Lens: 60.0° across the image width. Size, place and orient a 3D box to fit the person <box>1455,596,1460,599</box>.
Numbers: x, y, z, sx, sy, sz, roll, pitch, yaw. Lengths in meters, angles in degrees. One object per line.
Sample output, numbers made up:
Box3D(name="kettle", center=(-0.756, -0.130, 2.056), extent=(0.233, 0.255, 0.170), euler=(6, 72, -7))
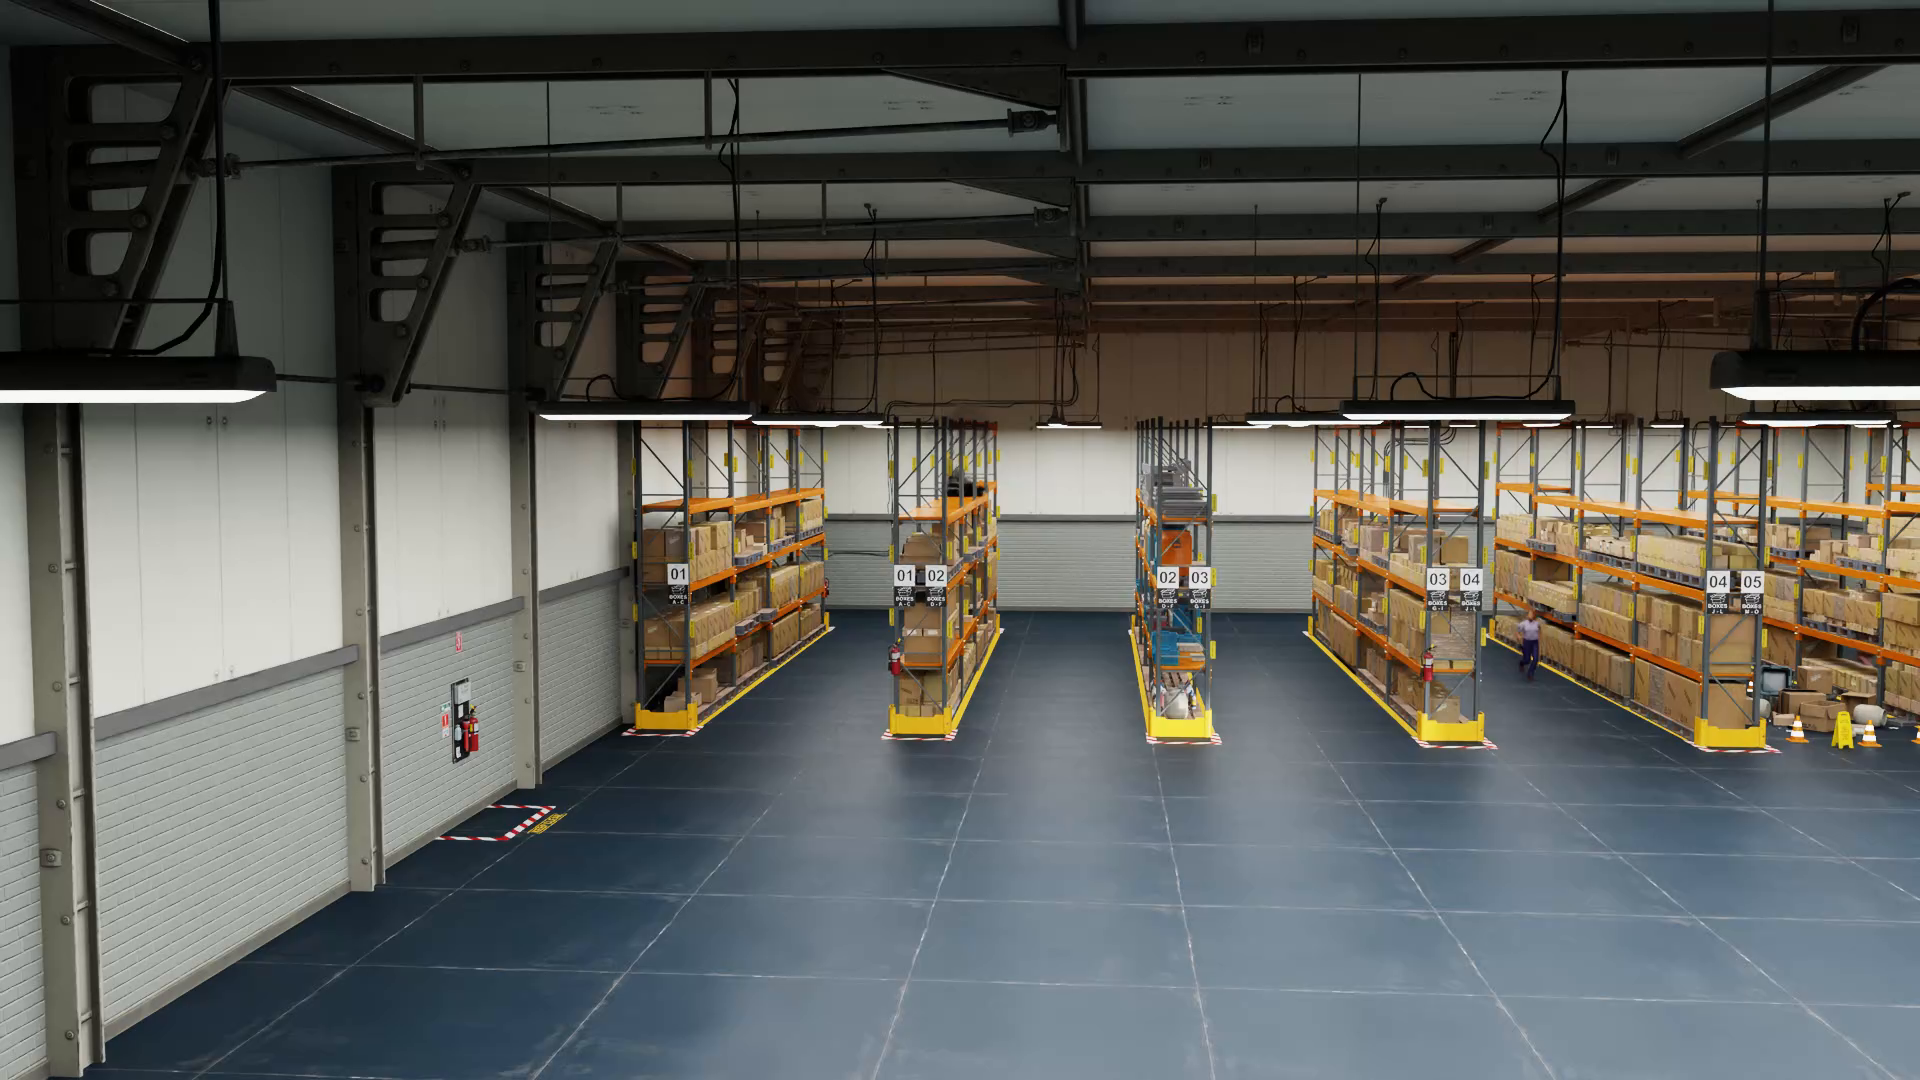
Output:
Box3D(name="person", center=(12.660, 2.070, 42.753), extent=(0.676, 1.748, 0.854), euler=(0, 4, -1))

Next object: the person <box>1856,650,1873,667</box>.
Box3D(name="person", center=(21.018, 2.400, 38.418), extent=(0.574, 1.621, 0.563), euler=(0, 4, 0))

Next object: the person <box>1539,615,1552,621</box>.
Box3D(name="person", center=(16.484, 1.895, 46.772), extent=(0.533, 1.622, 0.646), euler=(-3, 5, -42))

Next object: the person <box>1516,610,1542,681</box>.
Box3D(name="person", center=(13.173, 2.426, 38.466), extent=(0.614, 1.609, 0.575), euler=(0, 4, 0))
